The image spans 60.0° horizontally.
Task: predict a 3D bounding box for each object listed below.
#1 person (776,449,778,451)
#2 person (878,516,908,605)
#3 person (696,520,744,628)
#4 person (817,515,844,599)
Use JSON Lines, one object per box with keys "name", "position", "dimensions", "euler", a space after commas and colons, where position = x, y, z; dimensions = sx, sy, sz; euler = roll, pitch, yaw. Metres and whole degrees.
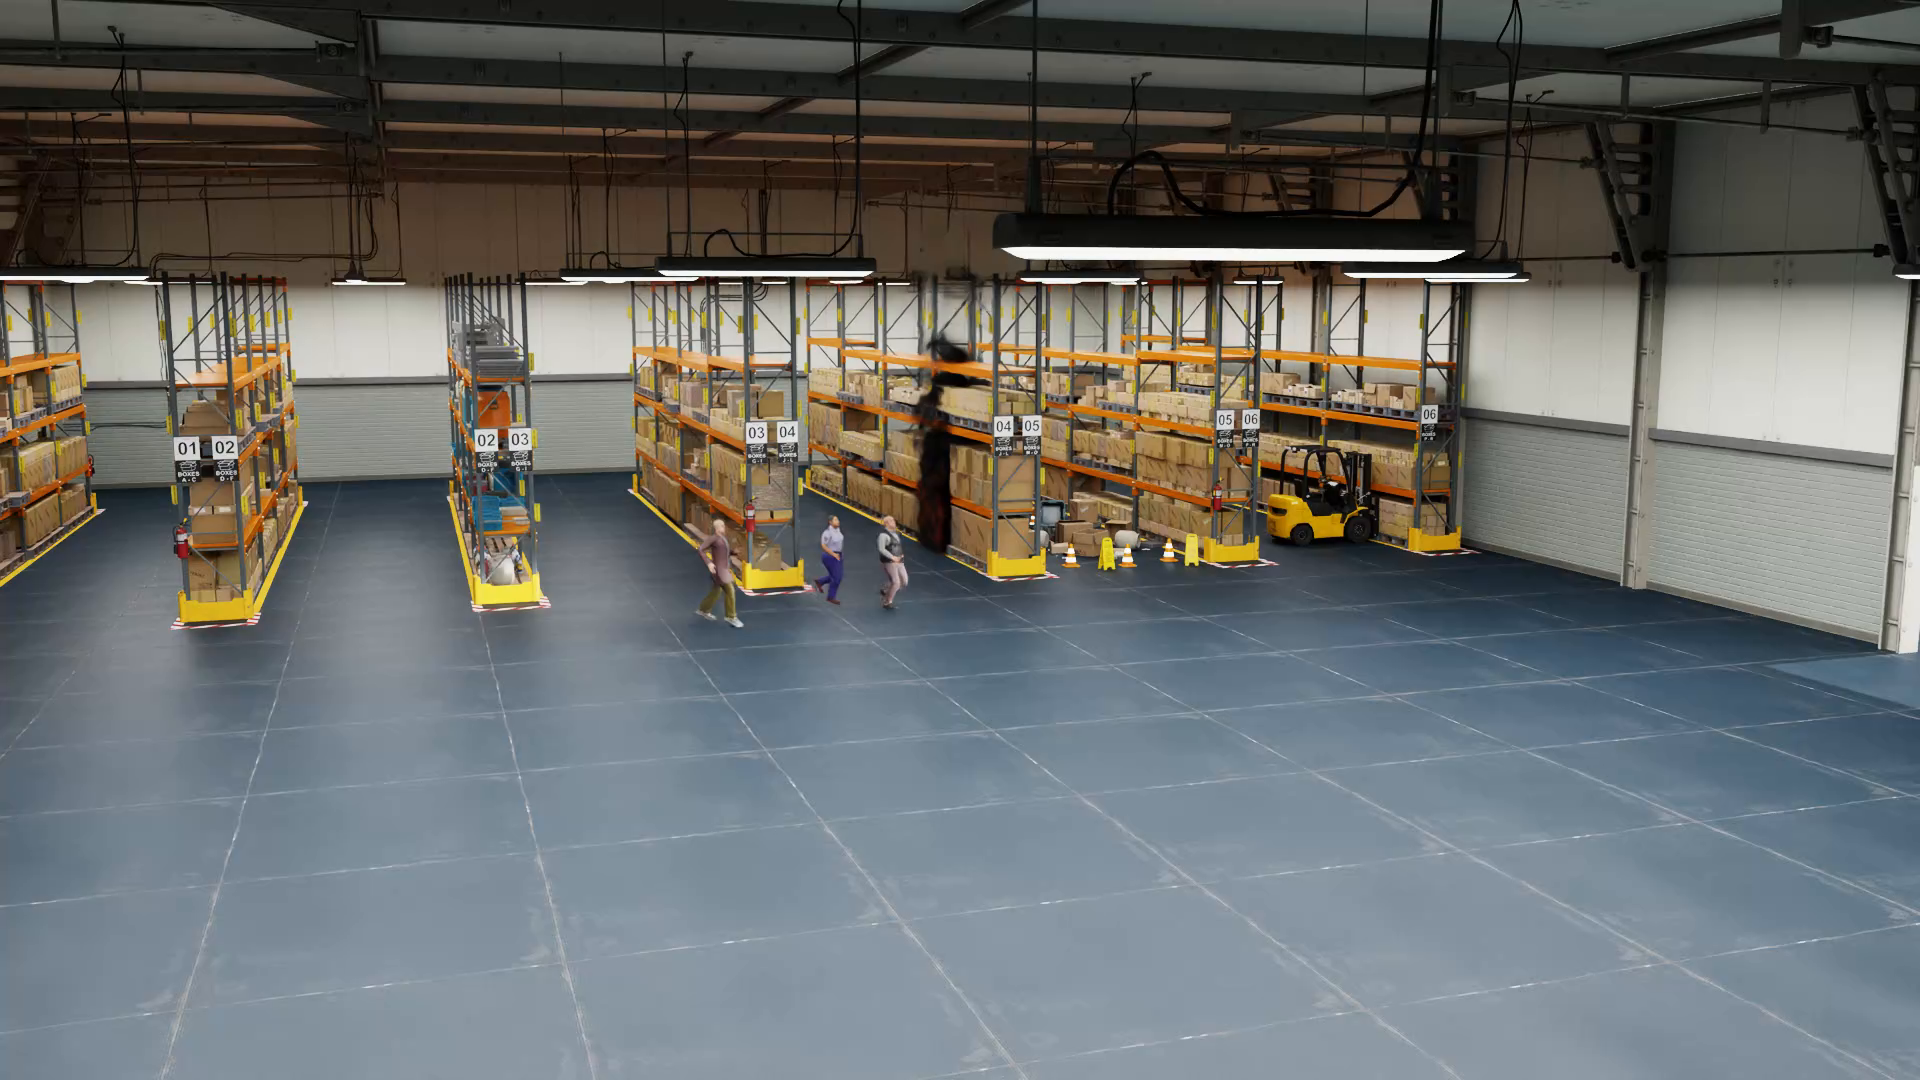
{"name": "person", "position": [-4.962, -1.967, 46.082], "dimensions": [0.611, 1.584, 0.960], "euler": [-2, 9, -16]}
{"name": "person", "position": [-1.207, 0.373, 29.882], "dimensions": [0.487, 1.626, 0.668], "euler": [4, 9, 24]}
{"name": "person", "position": [-4.114, 0.565, 28.401], "dimensions": [0.904, 1.837, 0.677], "euler": [1, 9, 9]}
{"name": "person", "position": [-2.366, 0.294, 30.335], "dimensions": [0.574, 1.541, 0.618], "euler": [3, 9, 21]}
